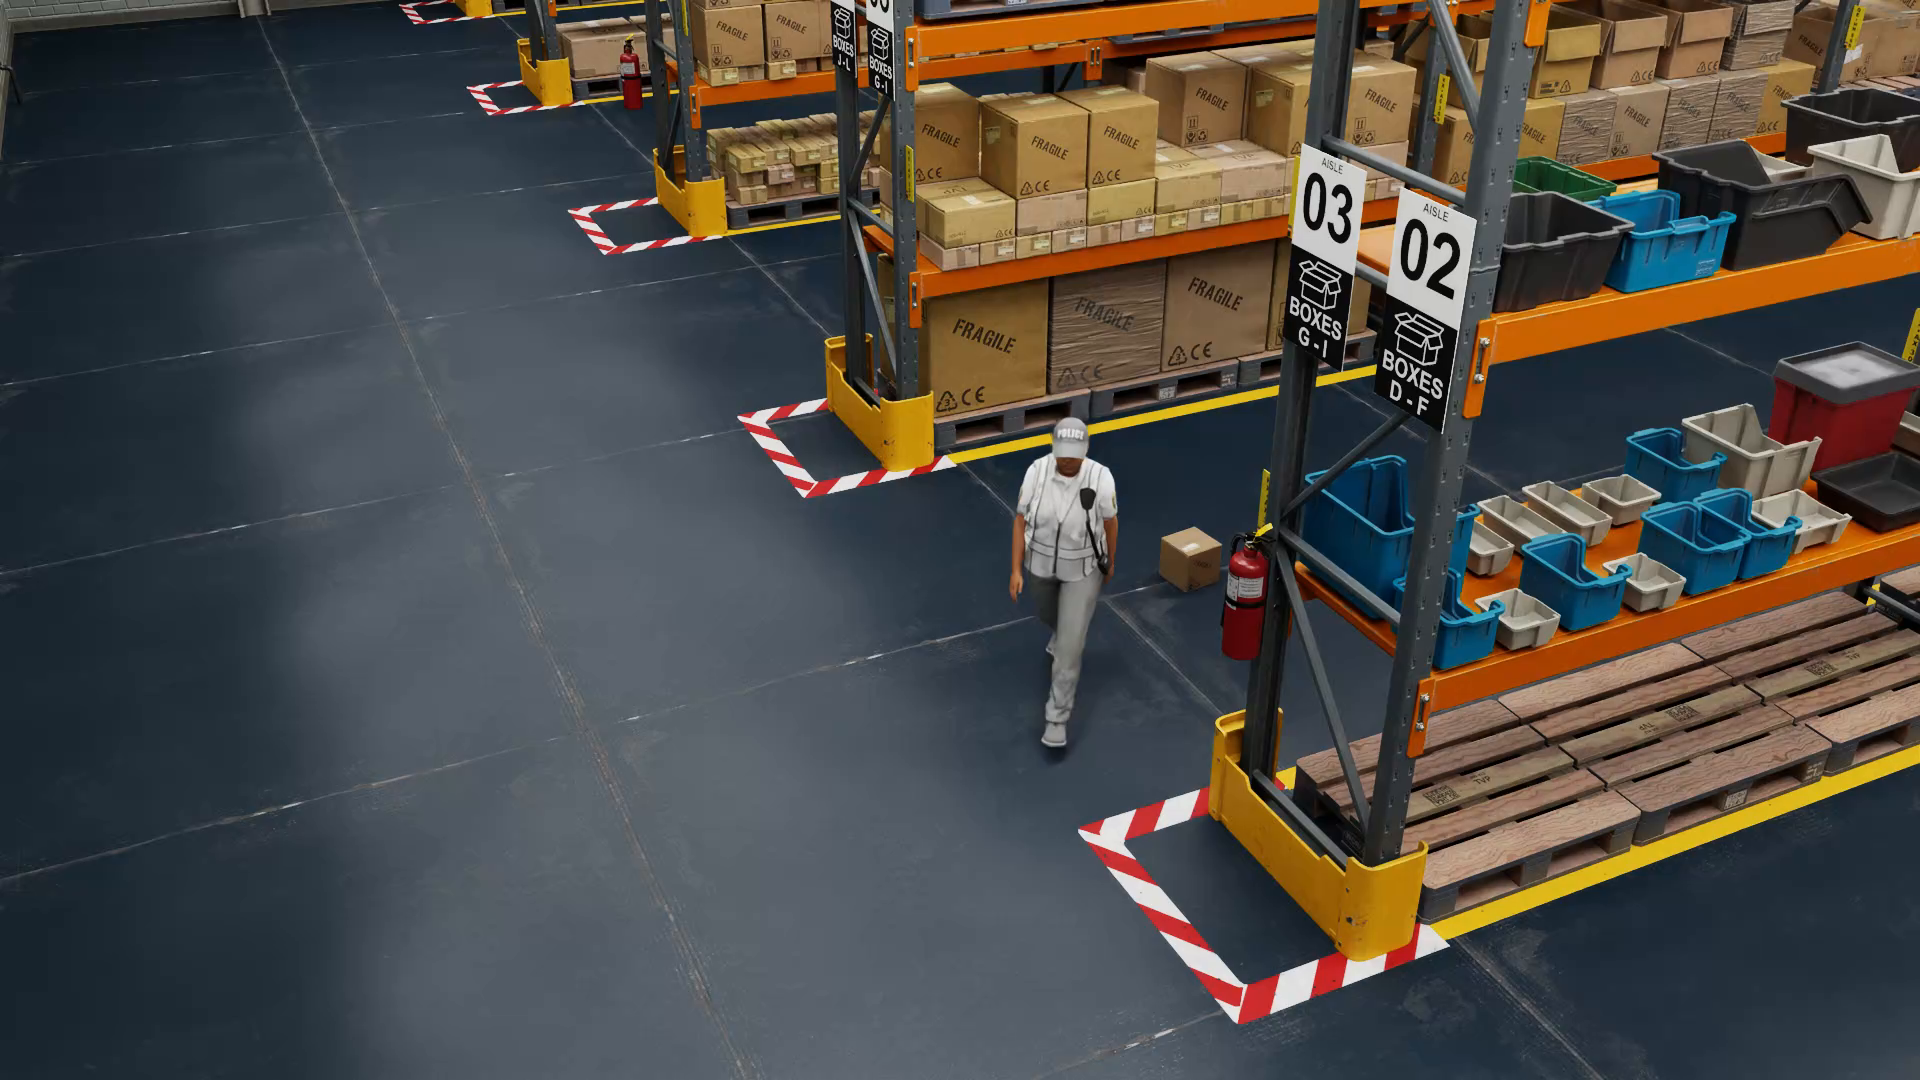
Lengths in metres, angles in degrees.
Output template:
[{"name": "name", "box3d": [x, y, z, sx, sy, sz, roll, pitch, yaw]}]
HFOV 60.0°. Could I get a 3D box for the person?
[{"name": "person", "box3d": [0.514, 0.117, 8.252, 0.481, 1.611, 1.065, 10, 31, 17]}]
